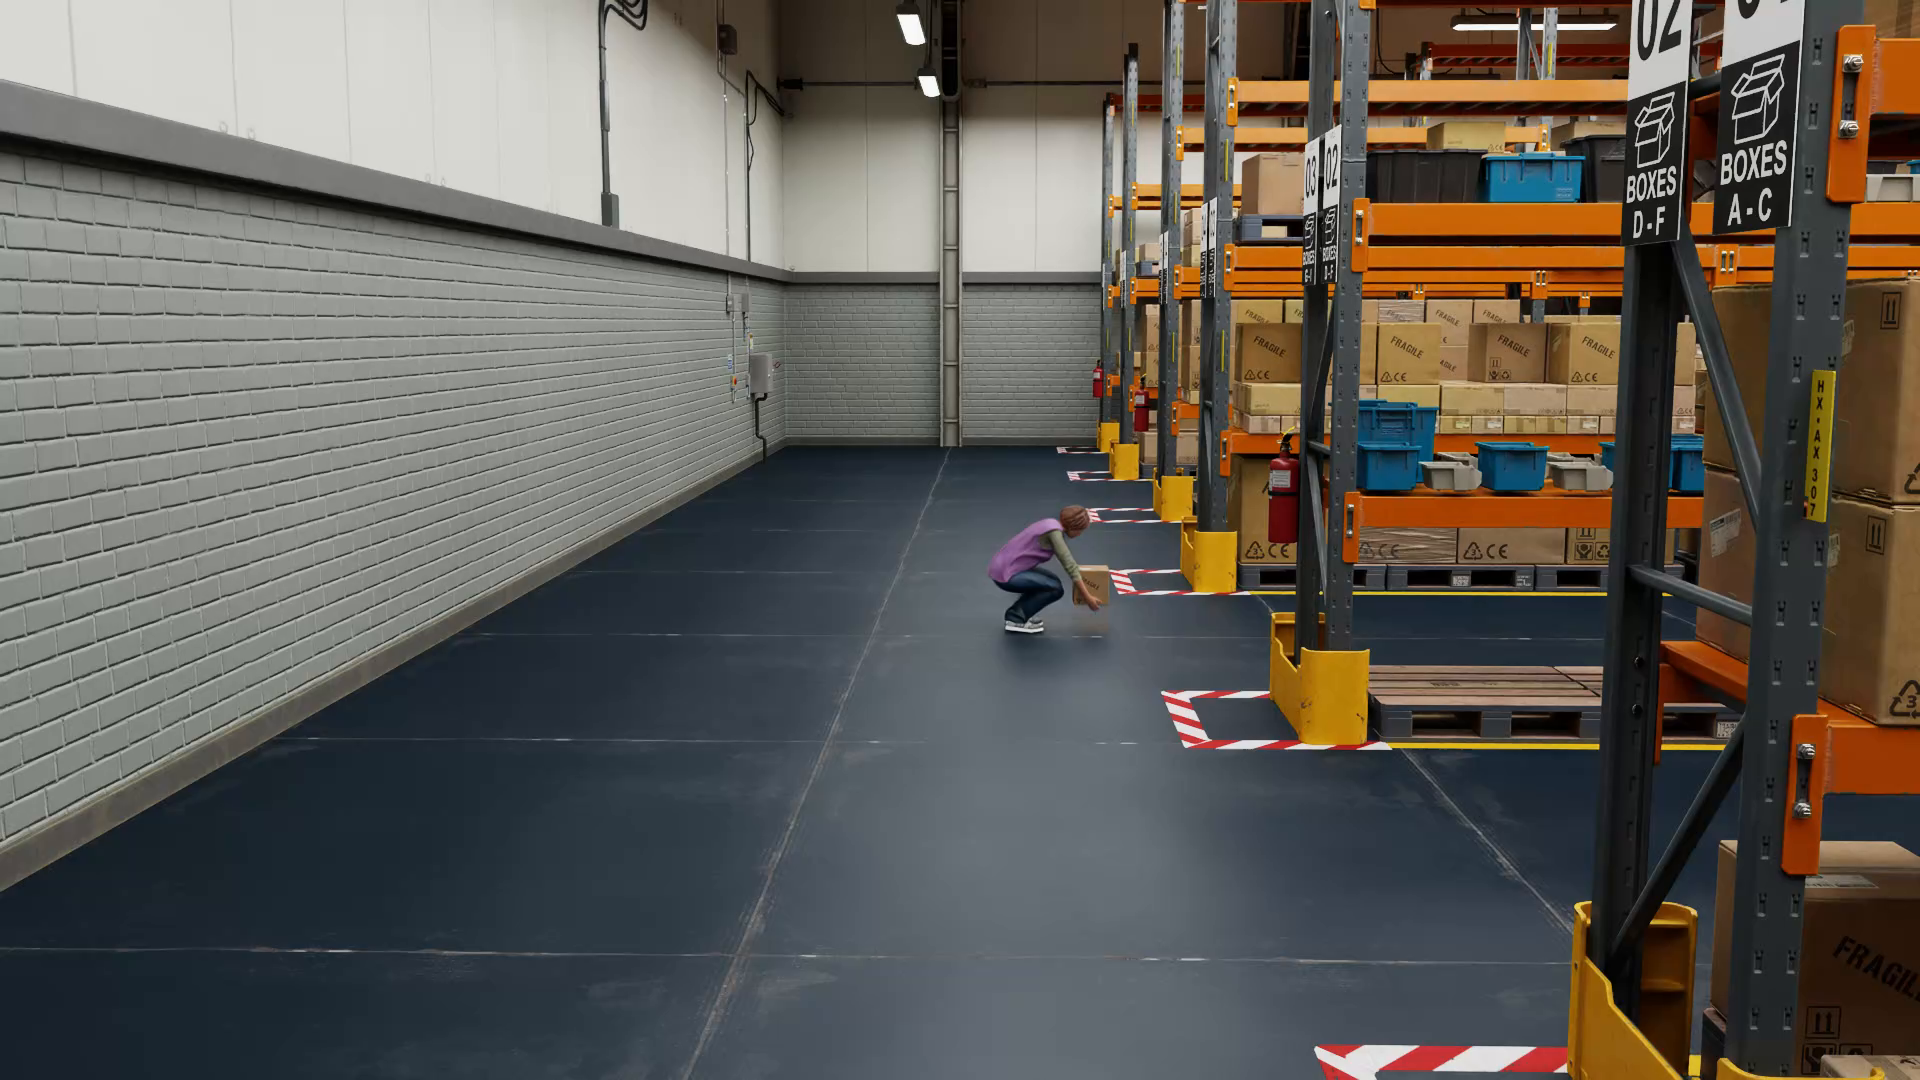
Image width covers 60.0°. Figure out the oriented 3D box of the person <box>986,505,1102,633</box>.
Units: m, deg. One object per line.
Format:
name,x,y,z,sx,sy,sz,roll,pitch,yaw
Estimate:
person,0.604,0.203,11.968,0.832,0.907,0.424,0,7,1
